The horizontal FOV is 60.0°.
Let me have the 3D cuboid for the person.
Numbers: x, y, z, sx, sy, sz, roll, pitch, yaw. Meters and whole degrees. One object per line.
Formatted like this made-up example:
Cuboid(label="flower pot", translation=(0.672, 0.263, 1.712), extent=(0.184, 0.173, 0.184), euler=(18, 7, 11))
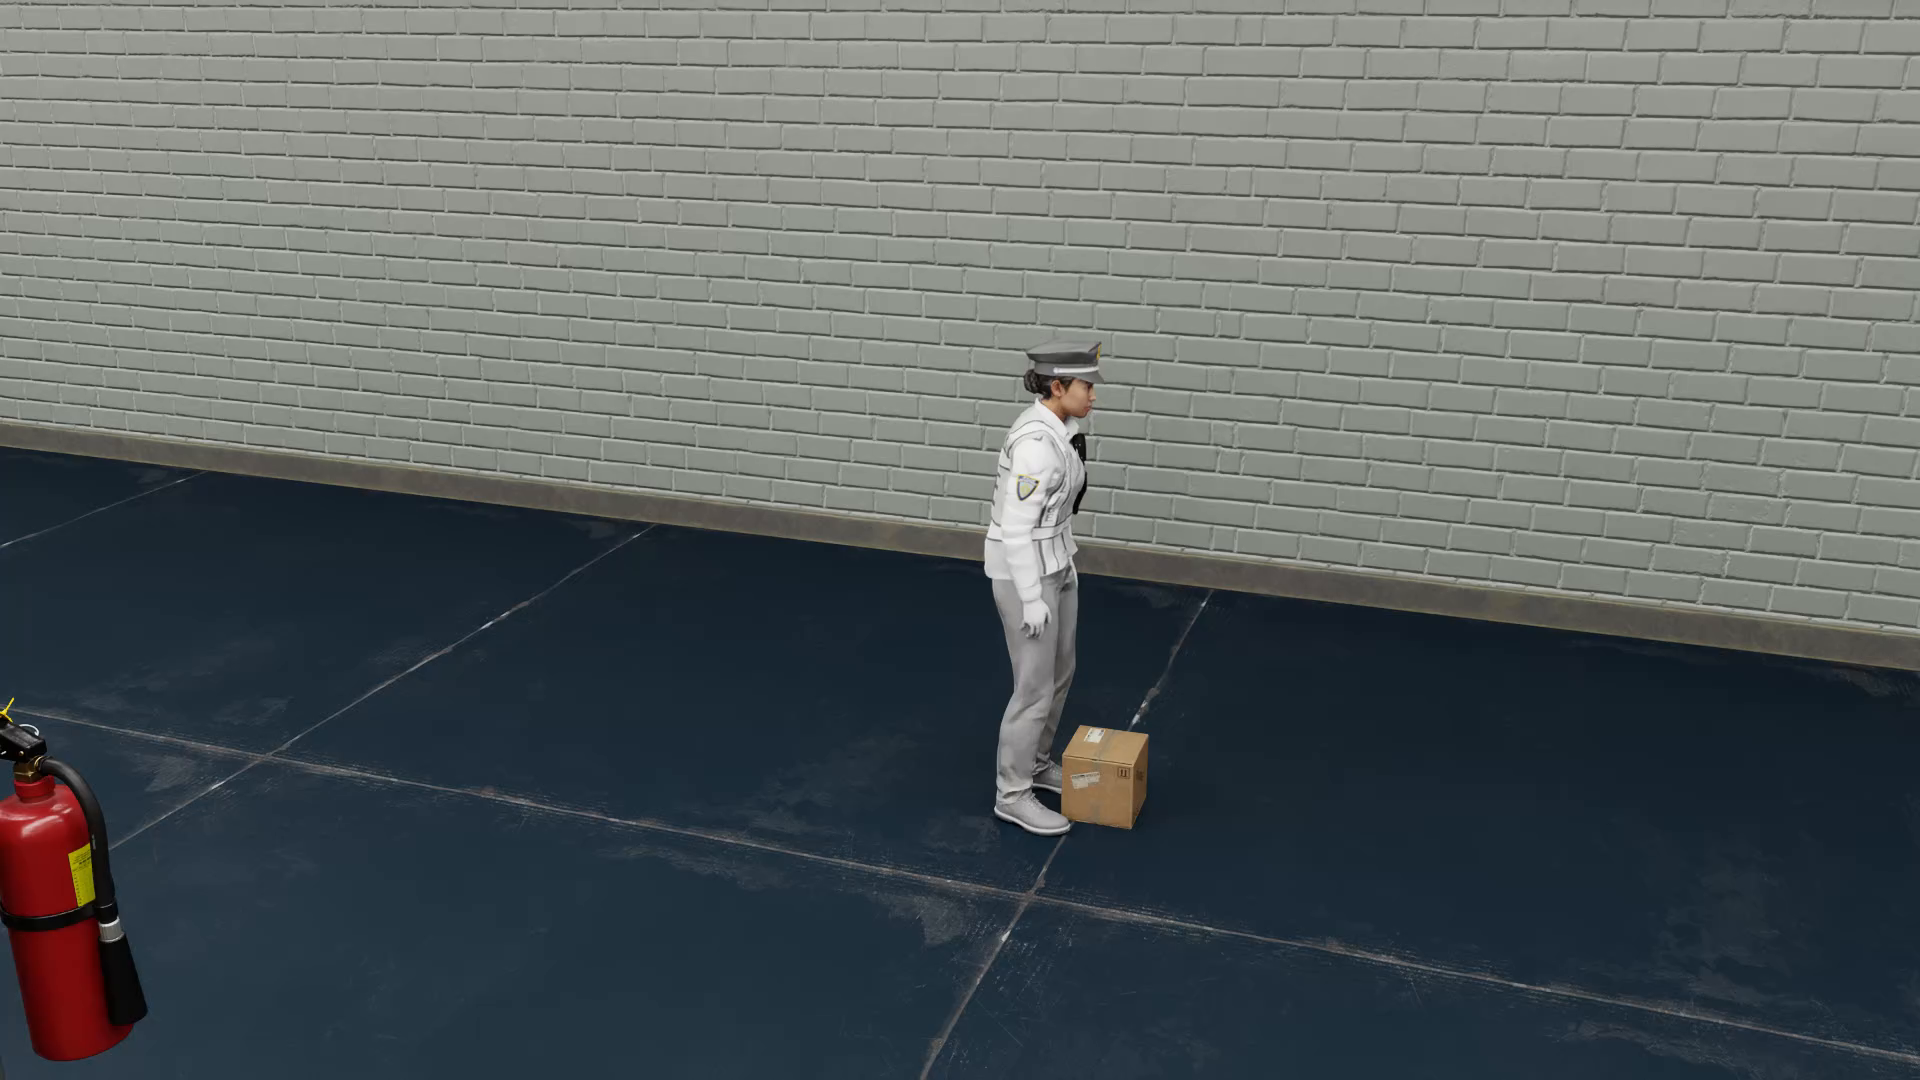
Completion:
Cuboid(label="person", translation=(0.284, 0.136, 5.658), extent=(0.379, 1.663, 0.534), euler=(6, 20, 17))
